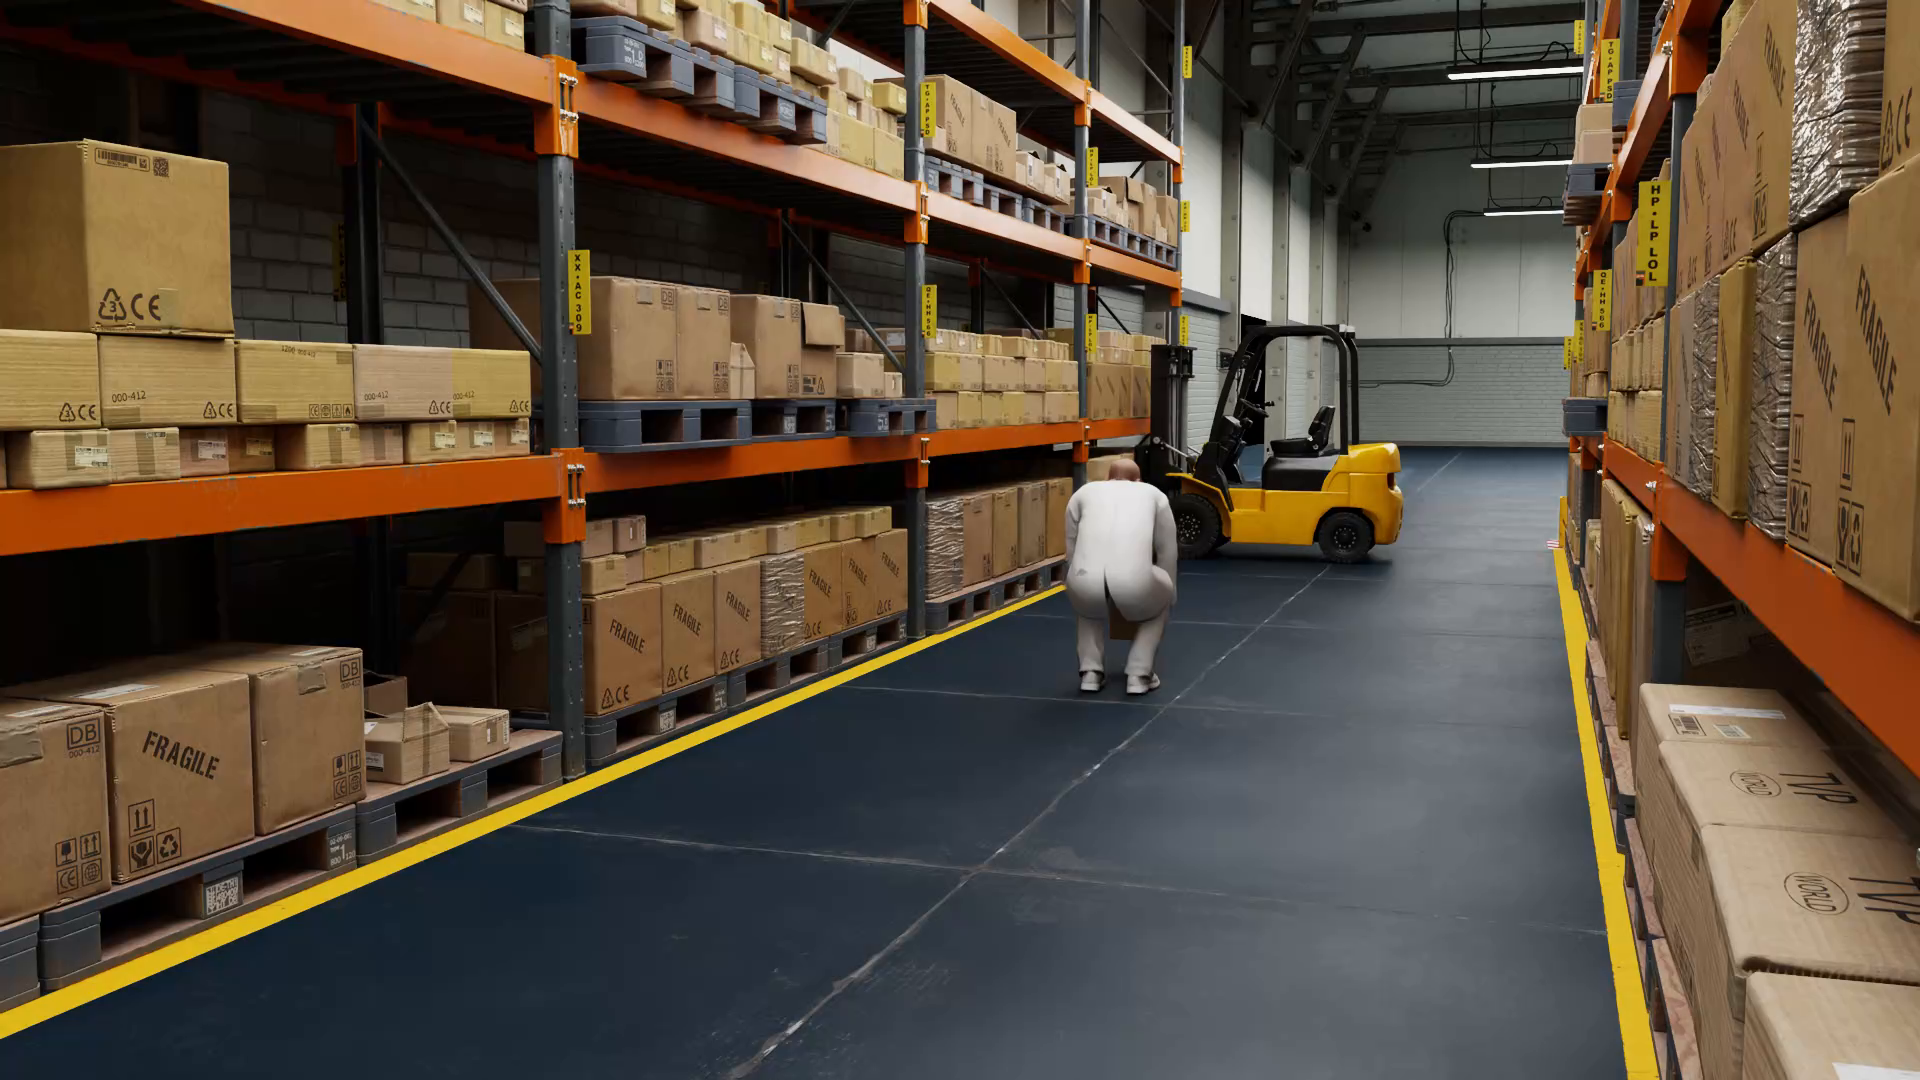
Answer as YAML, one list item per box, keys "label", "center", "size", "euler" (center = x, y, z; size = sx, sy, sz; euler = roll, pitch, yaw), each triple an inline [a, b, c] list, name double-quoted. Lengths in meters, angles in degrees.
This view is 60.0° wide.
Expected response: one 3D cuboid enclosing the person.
- label: "person"
  center: [0.819, 0.185, 8.736]
  size: [0.627, 1.180, 0.822]
  euler: [2, 5, 18]
